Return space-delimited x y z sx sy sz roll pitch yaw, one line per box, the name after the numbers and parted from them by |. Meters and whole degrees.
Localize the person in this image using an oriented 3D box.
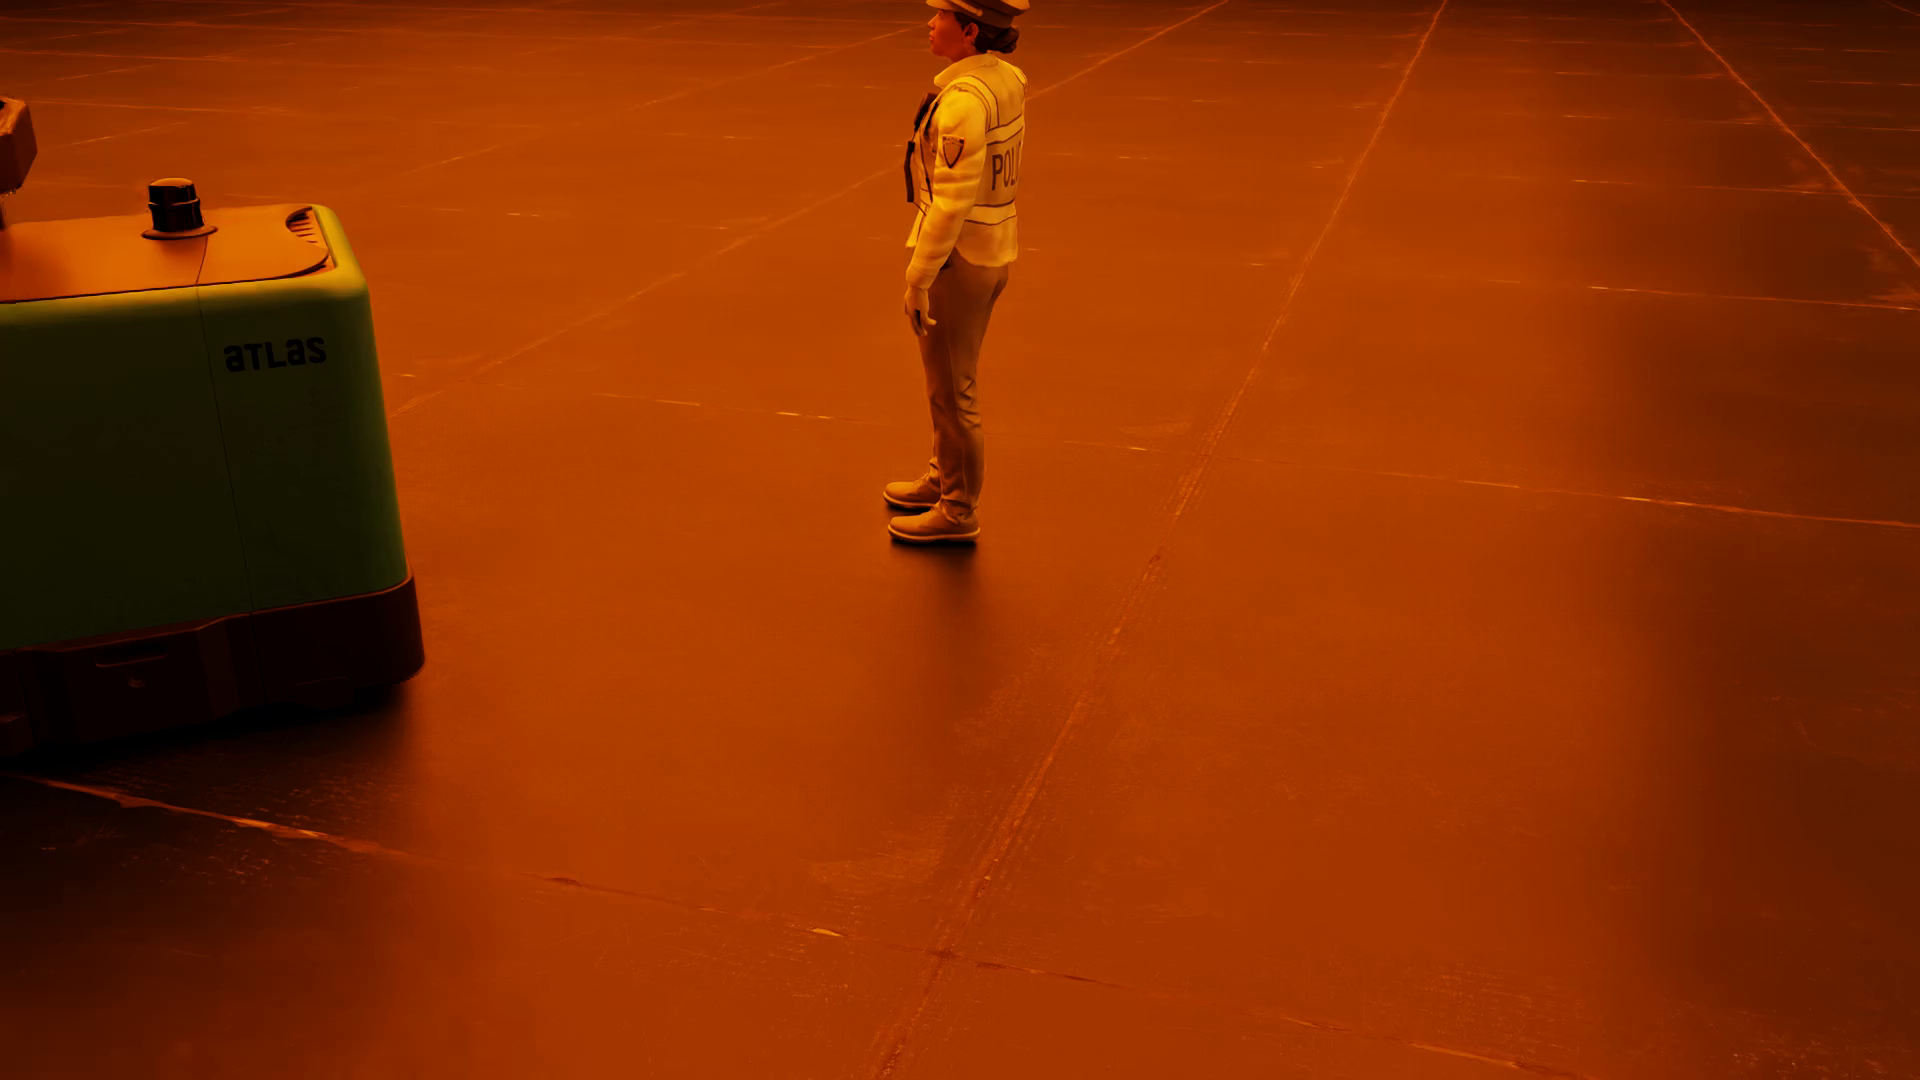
-0.062 -0.800 4.819 0.533 1.696 0.588 7 23 16 | person

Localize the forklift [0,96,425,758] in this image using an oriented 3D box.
-2.910 -0.905 3.471 3.031 2.935 1.130 -9 24 -22 | forklift
